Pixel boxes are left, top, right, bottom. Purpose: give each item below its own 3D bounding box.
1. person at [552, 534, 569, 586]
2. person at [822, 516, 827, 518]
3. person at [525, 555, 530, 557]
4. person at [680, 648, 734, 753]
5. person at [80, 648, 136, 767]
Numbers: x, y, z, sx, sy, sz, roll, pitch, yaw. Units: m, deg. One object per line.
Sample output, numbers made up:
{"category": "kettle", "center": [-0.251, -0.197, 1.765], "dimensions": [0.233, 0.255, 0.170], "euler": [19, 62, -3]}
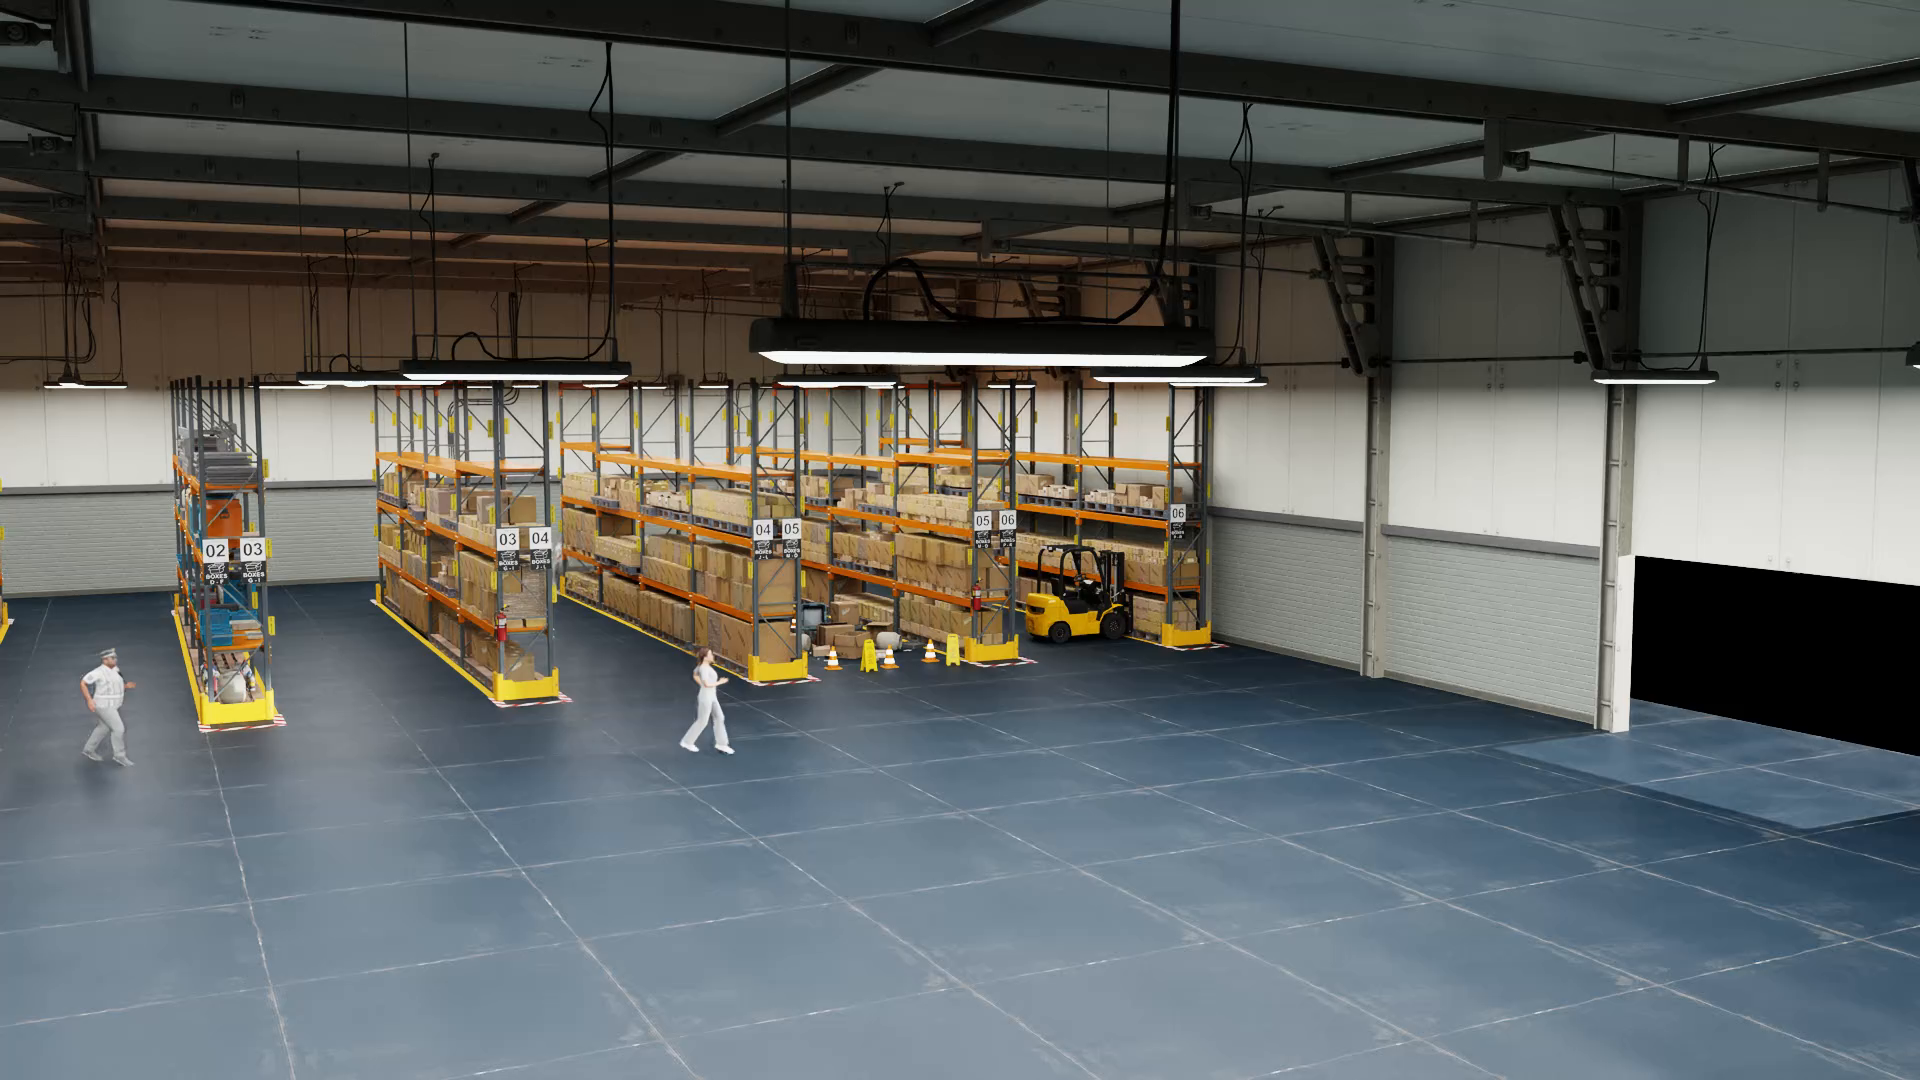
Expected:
{"category": "person", "center": [-11.561, 0.626, 48.344], "dimensions": [0.658, 1.640, 0.779], "euler": [5, 7, 43]}
{"category": "person", "center": [-3.998, 0.218, 48.931], "dimensions": [0.675, 1.843, 0.750], "euler": [-4, 7, -40]}
{"category": "person", "center": [-11.743, 0.876, 45.300], "dimensions": [0.591, 1.663, 0.500], "euler": [-2, 5, -18]}
{"category": "person", "center": [-4.000, 2.546, 26.224], "dimensions": [0.841, 1.696, 0.555], "euler": [0, 5, -2]}
{"category": "person", "center": [-13.078, 2.571, 25.490], "dimensions": [0.892, 1.837, 0.628], "euler": [0, 5, -3]}
